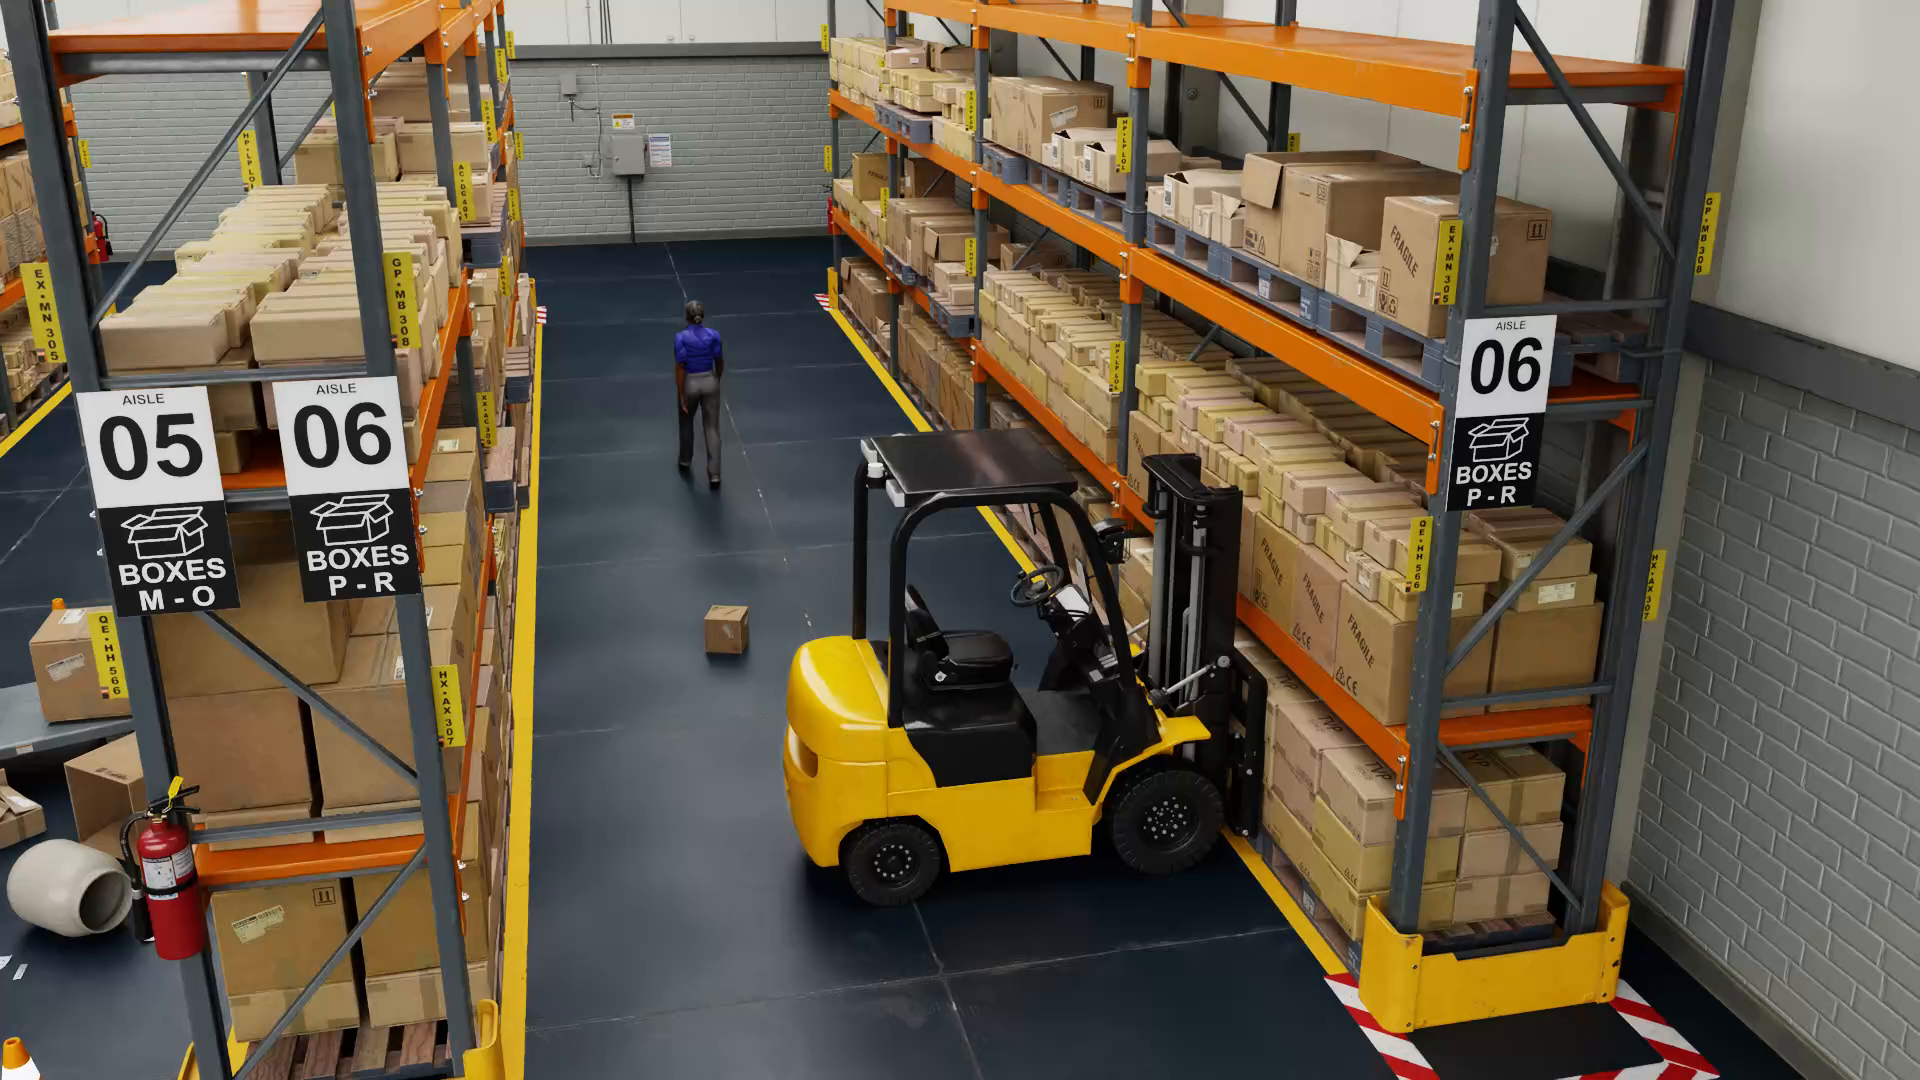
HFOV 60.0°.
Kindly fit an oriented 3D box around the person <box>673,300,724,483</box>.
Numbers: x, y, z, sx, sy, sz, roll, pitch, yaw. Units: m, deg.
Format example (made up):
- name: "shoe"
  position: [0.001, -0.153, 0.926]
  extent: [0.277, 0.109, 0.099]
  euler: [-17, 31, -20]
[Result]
- name: "person"
  position: [-2.336, -1.379, 14.890]
  extent: [0.456, 1.601, 0.946]
  euler: [-6, 21, -16]
